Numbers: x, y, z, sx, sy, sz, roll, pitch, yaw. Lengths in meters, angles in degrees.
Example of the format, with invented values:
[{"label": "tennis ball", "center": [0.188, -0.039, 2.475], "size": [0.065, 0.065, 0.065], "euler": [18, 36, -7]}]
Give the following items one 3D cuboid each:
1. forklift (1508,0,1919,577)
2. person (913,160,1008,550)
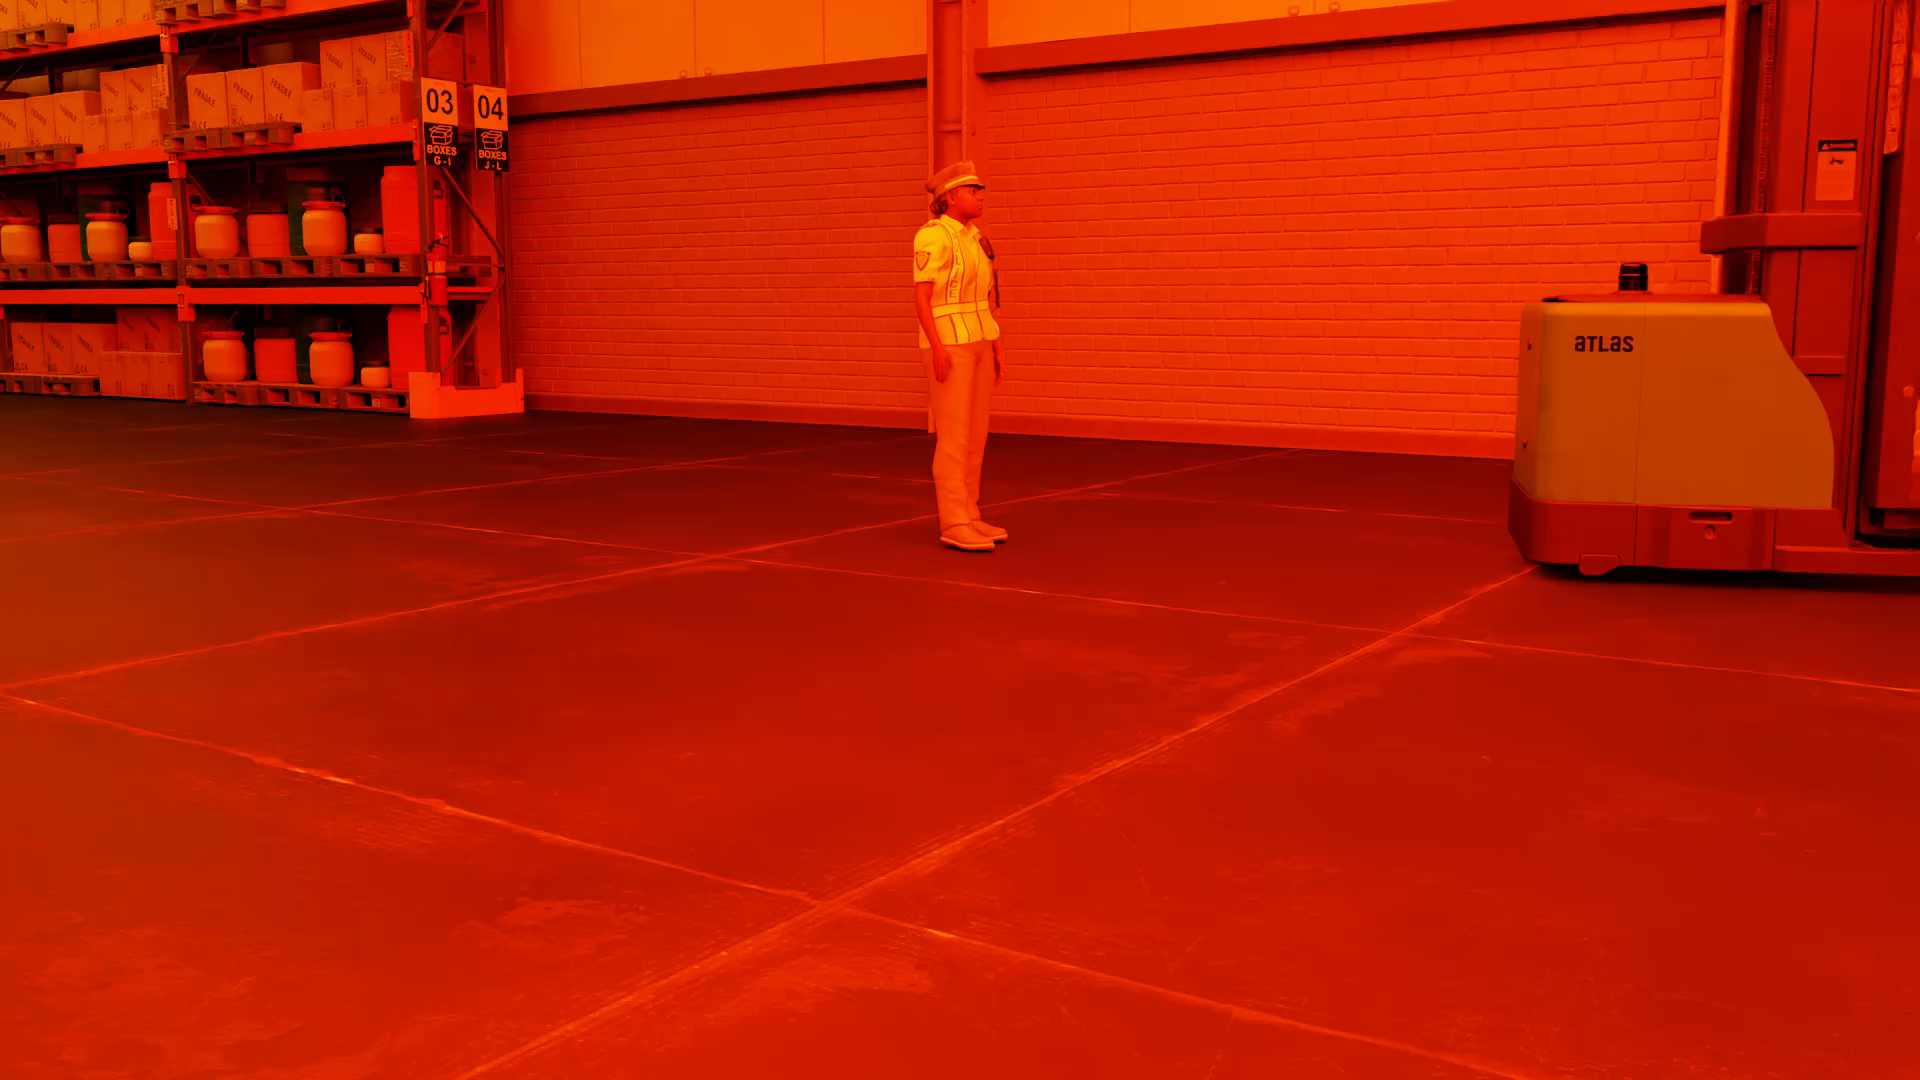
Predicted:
[{"label": "forklift", "center": [3.812, -1.315, 6.438], "size": [3.031, 2.935, 1.130], "euler": [2, 8, 13]}, {"label": "person", "center": [0.051, -0.838, 7.425], "size": [0.528, 1.697, 0.568], "euler": [5, 10, 34]}]
